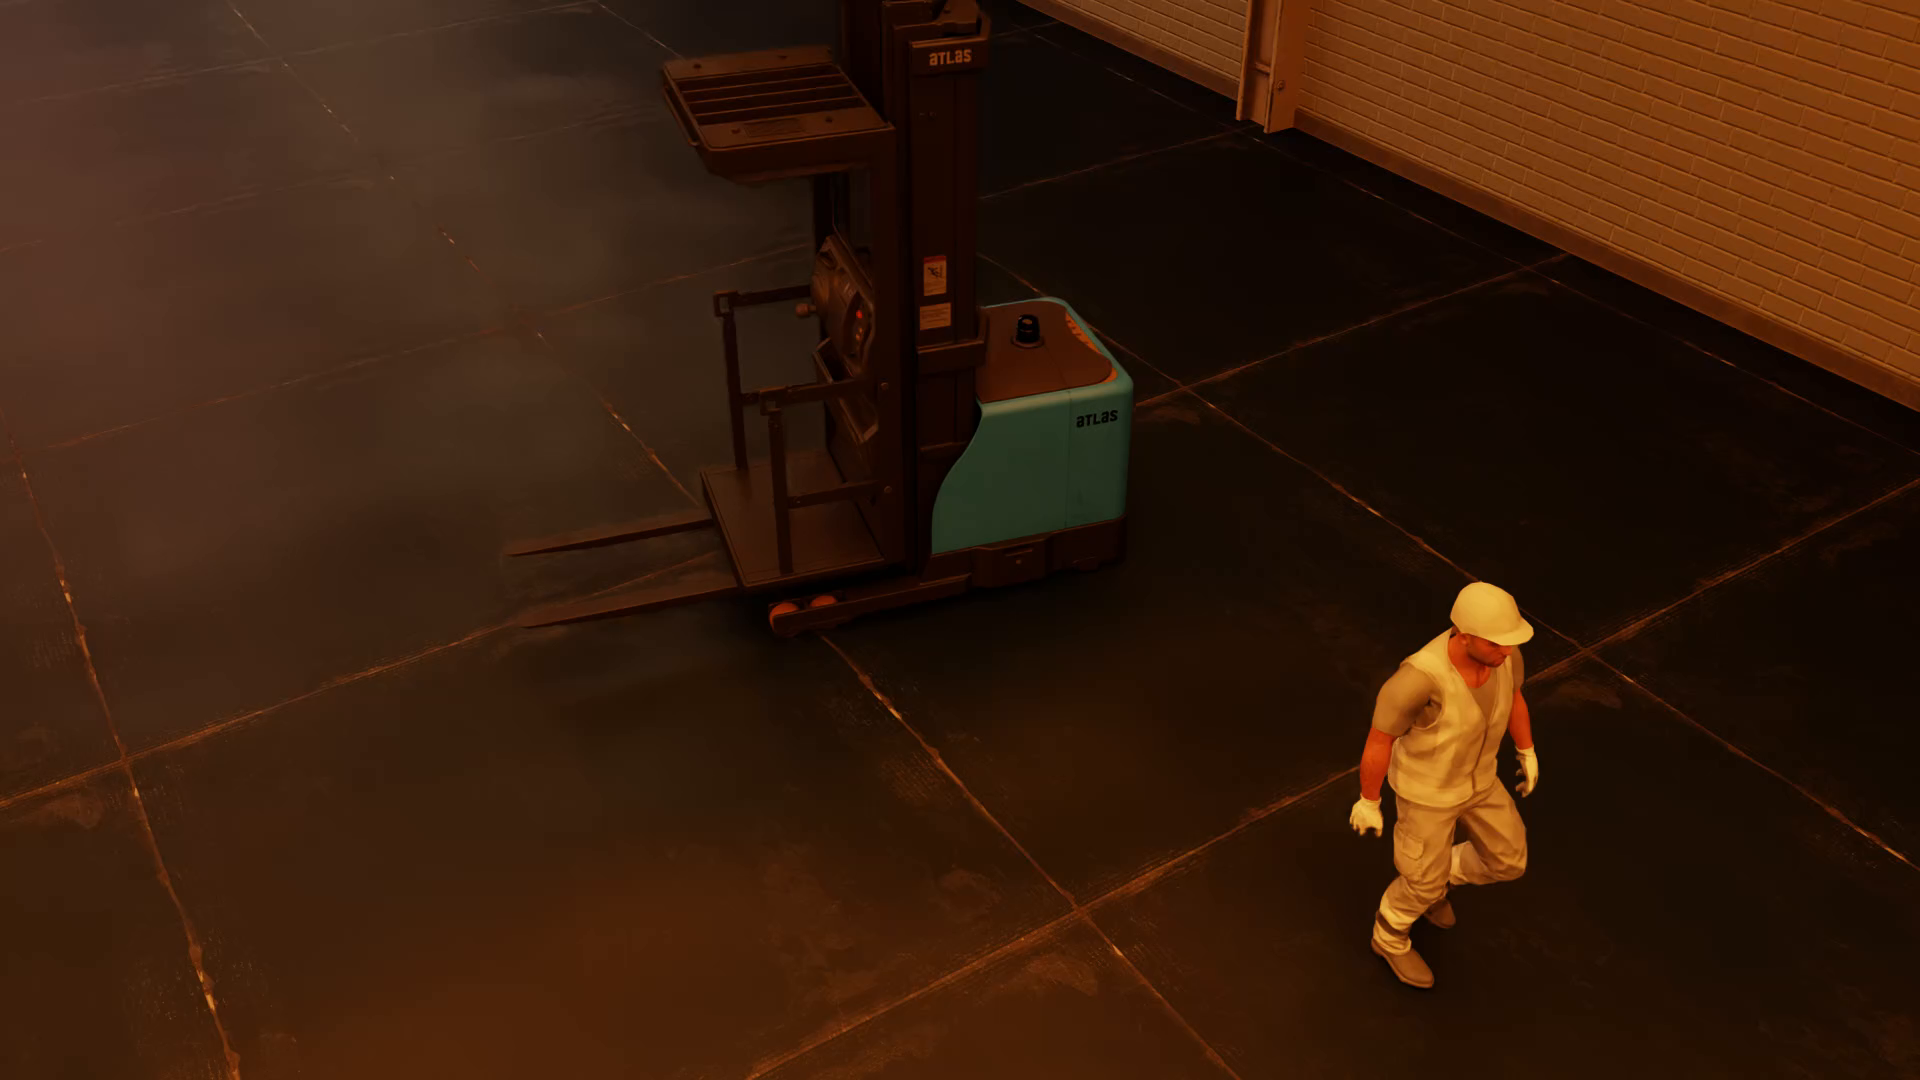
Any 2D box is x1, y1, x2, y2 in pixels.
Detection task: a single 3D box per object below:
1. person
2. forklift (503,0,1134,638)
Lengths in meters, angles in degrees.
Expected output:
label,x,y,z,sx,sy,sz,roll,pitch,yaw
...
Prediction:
label,x,y,z,sx,sy,sz,roll,pitch,yaw
person,1.762,0.885,5.902,0.719,1.767,0.468,-21,40,-27
forklift,-0.725,-1.071,7.671,3.031,2.935,1.130,-11,37,-15
